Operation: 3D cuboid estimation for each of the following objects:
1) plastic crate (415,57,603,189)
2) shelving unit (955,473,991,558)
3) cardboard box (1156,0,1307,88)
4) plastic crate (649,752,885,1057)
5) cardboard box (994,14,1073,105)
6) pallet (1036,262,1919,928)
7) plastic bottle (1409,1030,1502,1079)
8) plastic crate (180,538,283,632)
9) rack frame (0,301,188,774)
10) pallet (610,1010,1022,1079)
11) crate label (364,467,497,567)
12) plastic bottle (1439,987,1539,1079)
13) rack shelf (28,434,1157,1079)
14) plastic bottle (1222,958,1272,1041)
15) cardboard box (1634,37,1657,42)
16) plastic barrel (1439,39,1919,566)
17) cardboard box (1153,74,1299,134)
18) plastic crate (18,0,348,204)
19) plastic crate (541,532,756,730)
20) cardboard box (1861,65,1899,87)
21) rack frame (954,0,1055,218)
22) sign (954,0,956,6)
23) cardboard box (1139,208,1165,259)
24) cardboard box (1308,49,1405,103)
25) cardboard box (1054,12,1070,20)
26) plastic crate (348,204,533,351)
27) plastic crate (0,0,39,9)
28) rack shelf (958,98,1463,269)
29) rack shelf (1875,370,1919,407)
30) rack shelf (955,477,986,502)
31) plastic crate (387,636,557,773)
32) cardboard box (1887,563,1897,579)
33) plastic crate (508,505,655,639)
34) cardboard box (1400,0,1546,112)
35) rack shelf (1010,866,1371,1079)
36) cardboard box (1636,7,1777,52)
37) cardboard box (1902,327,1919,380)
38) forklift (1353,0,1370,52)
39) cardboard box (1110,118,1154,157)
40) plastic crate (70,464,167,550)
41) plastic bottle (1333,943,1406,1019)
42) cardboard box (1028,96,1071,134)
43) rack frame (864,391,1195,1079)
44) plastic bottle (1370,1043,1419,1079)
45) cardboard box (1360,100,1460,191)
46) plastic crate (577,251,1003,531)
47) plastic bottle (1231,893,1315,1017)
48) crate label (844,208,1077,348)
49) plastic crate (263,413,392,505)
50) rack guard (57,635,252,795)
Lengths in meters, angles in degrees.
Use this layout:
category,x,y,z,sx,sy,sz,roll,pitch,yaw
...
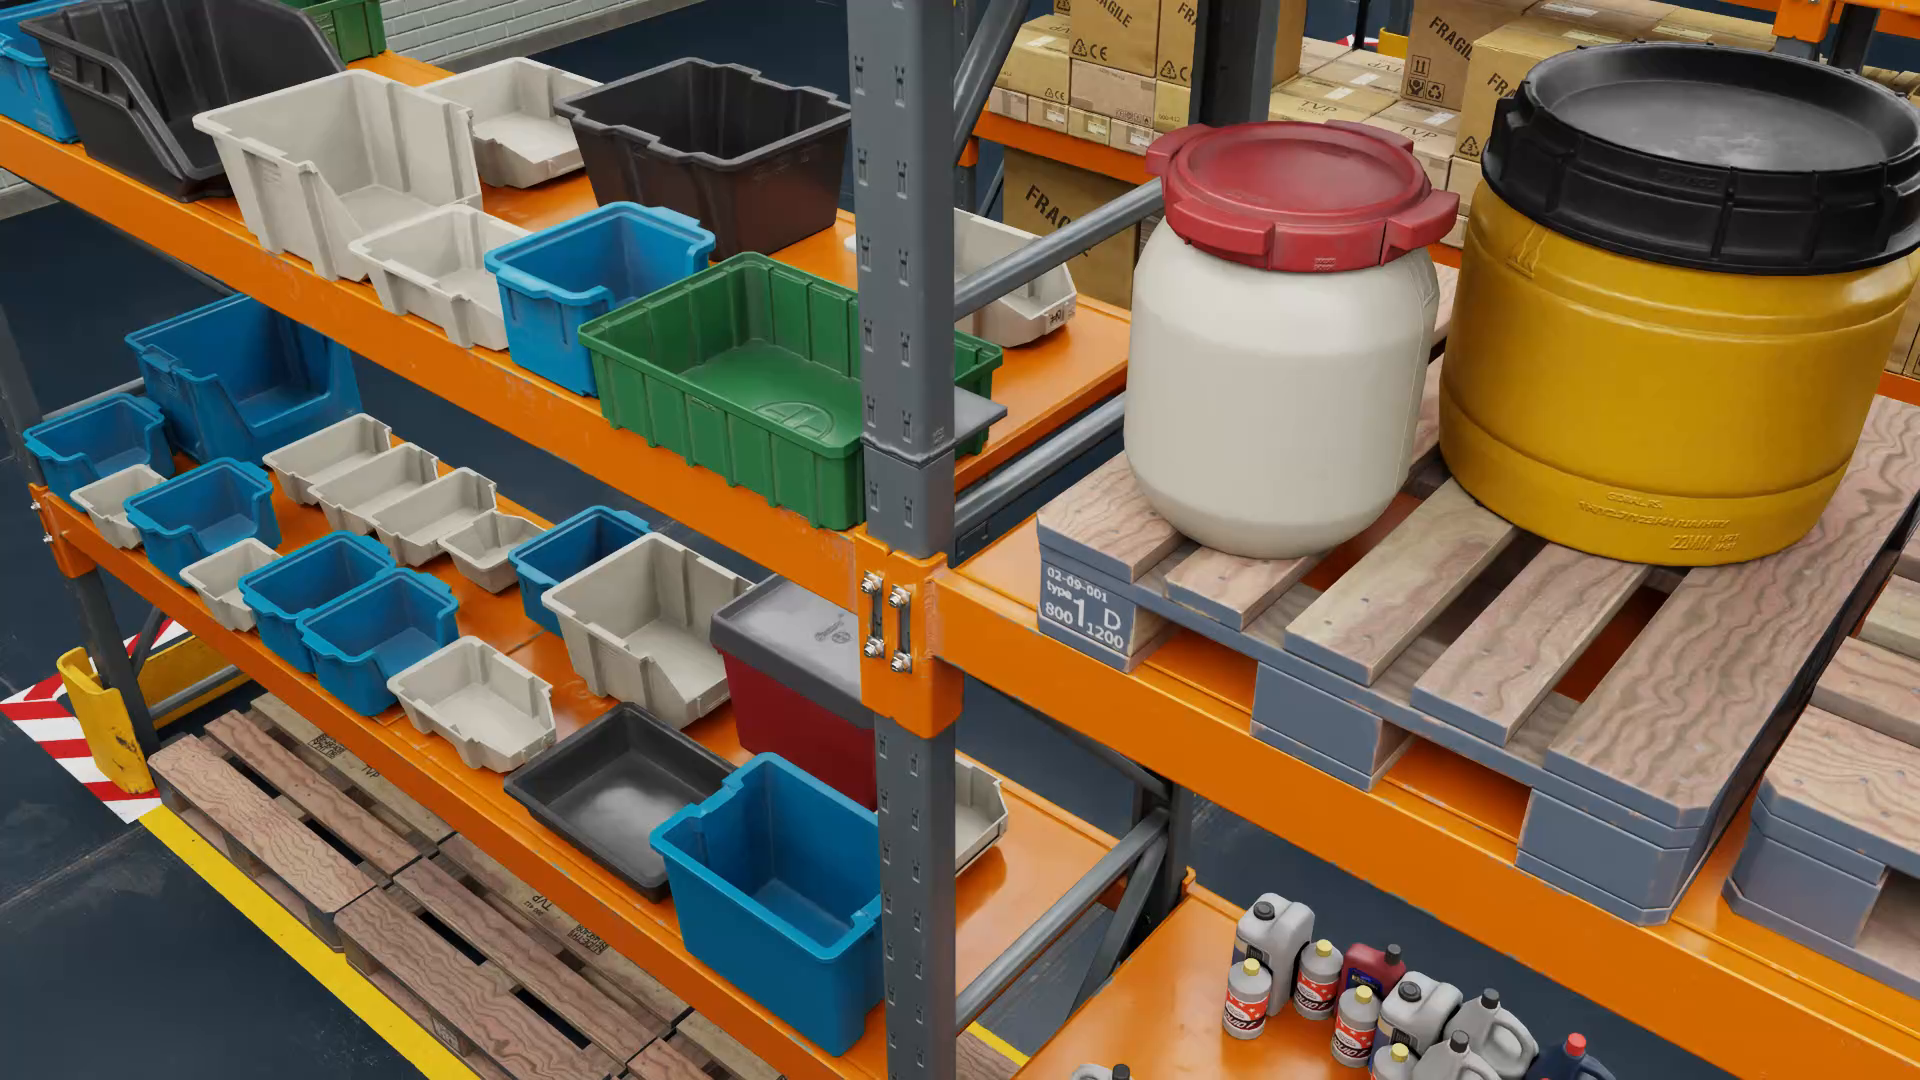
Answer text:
category,x,y,z,sx,sy,sz,roll,pitch,yaw
plastic crate,-1.119,-1.050,4.213,0.530,0.136,0.437,25,42,32
shelving unit,-0.127,-0.555,7.498,0.503,1.200,0.258,25,42,32
cardboard box,1.286,-2.430,7.846,0.500,0.500,0.500,24,41,31
plastic crate,-0.369,0.847,3.828,0.575,0.384,0.392,25,42,32
cardboard box,0.499,-2.487,8.592,0.500,0.250,0.500,24,41,31
pallet,0.873,-0.031,2.663,1.003,0.211,1.213,25,42,32
plastic bottle,1.032,1.160,3.455,0.185,0.351,0.144,25,42,32
plastic crate,-2.172,0.152,5.059,0.298,0.136,0.250,25,42,32
rack frame,-2.866,-0.563,5.920,0.127,3.000,1.000,25,42,32
pallet,-0.382,1.786,4.963,1.213,0.211,1.003,25,42,32
crate label,-1.680,-0.061,5.369,0.243,0.136,0.396,25,42,32
plastic bottle,1.124,1.097,3.547,0.185,0.351,0.144,25,42,32
rack shelf,-1.329,0.458,5.069,4.000,0.370,1.077,25,42,32
plastic bottle,0.653,1.031,3.774,0.097,0.201,0.097,0,34,0
cardboard box,2.853,-1.689,6.767,0.500,0.500,0.500,27,42,33
plastic barrel,1.040,-0.359,2.436,0.600,0.588,0.600,0,34,0
cardboard box,1.287,-2.118,8.054,0.500,0.250,0.500,24,41,30
plastic crate,-1.867,-1.101,4.108,0.767,0.338,0.504,25,42,32
plastic crate,-0.847,0.277,4.749,0.530,0.282,0.437,25,42,32
cardboard box,6.097,-3.044,11.154,0.250,0.149,0.380,25,41,31
rack frame,0.303,-2.718,9.058,0.127,3.000,1.000,25,42,32
sign,-0.056,-2.868,8.442,0.005,0.325,0.100,25,42,32
cardboard box,1.546,-1.488,8.773,0.875,0.875,0.875,25,42,32
cardboard box,2.029,-2.163,8.120,0.500,0.250,0.500,25,42,32
cardboard box,0.846,-2.718,8.928,0.500,0.250,0.500,25,41,31
plastic crate,-1.013,-0.537,3.465,0.466,0.136,0.293,25,42,32
plastic crate,-2.748,-1.485,4.728,0.590,0.269,0.497,25,42,32
rack shelf,1.840,-1.697,8.206,4.000,0.370,1.077,25,42,32
rack shelf,4.914,-0.248,6.097,4.000,0.370,1.077,25,42,32
rack shelf,-0.127,-0.335,7.648,0.480,0.148,0.258,25,42,32
plastic crate,-1.322,0.470,4.596,0.466,0.136,0.293,25,42,32
cardboard box,3.882,-0.343,7.106,0.875,0.875,1.225,25,42,32
plastic crate,-1.123,0.114,5.029,0.300,0.233,0.416,25,42,32
cardboard box,2.397,-2.292,7.645,0.500,0.500,0.500,24,41,30
rack shelf,1.745,1.907,2.959,4.000,0.370,1.077,25,42,32
cardboard box,3.173,-1.923,7.108,0.500,0.500,0.500,25,42,32
cardboard box,3.958,-0.853,6.254,0.500,0.500,0.500,25,42,32
forklift,2.093,-3.584,10.379,3.031,2.935,1.130,24,41,31
cardboard box,0.961,-2.063,8.326,0.250,0.149,0.380,25,41,31
plastic crate,-2.693,-0.094,5.417,0.298,0.136,0.250,25,42,32
plastic bottle,0.925,1.000,3.747,0.133,0.283,0.061,25,42,32
cardboard box,0.563,-2.250,8.598,0.250,0.149,0.380,25,41,31
rack frame,0.208,0.886,3.810,0.127,3.000,1.000,25,42,32
plastic bottle,0.933,1.163,3.582,0.097,0.201,0.097,0,34,0
cardboard box,2.078,-1.747,7.513,0.500,0.250,0.500,26,42,33
plastic crate,-0.311,-0.285,3.053,0.662,0.188,0.450,25,42,32
plastic bottle,0.718,0.939,3.842,0.135,0.276,0.152,25,42,32
crate label,0.017,-0.545,3.477,0.466,0.136,0.293,25,42,32
plastic crate,-2.123,-0.262,5.662,0.243,0.136,0.396,25,42,32
rack guard,-2.892,0.465,6.632,0.348,0.500,1.175,25,42,32
